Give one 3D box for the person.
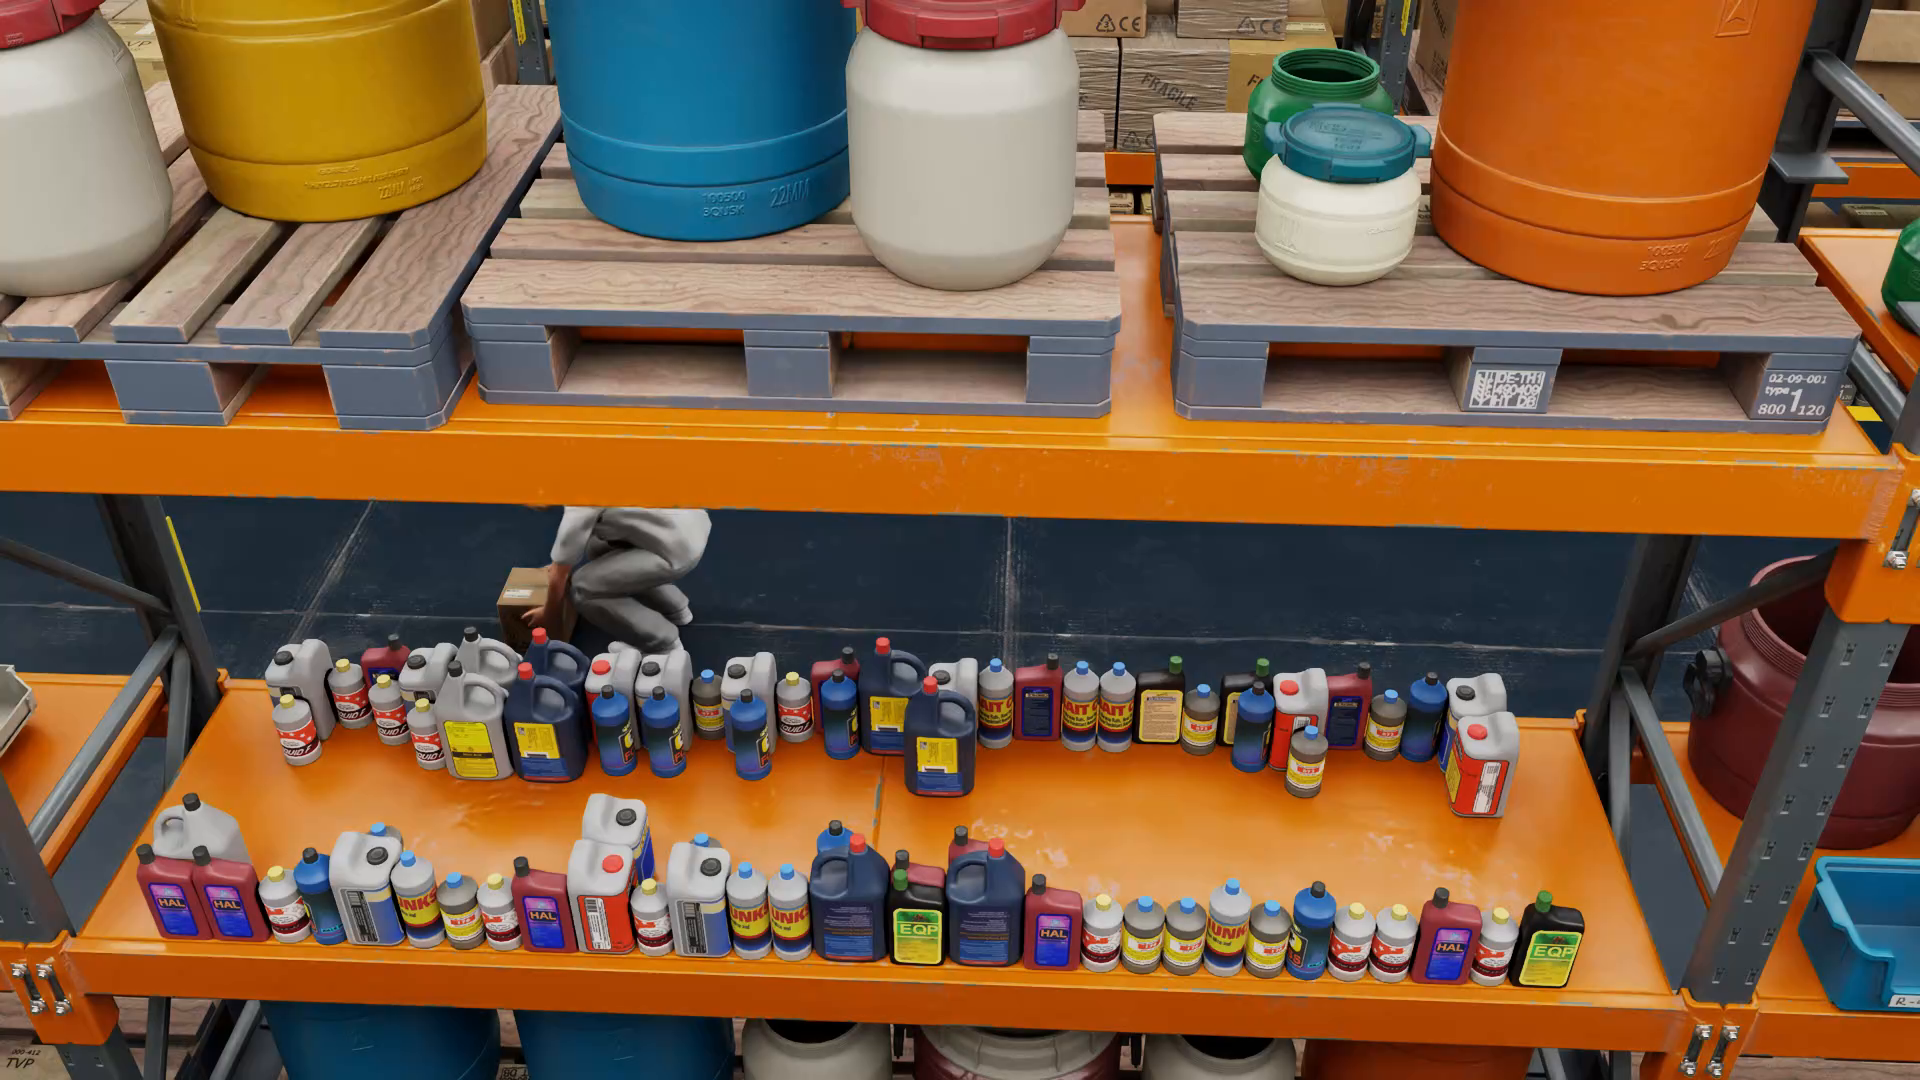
[{"bbox_3d":[-1.406,0.033,6.723,0.791,0.951,0.484,1,36,2],"label":"person"}]
